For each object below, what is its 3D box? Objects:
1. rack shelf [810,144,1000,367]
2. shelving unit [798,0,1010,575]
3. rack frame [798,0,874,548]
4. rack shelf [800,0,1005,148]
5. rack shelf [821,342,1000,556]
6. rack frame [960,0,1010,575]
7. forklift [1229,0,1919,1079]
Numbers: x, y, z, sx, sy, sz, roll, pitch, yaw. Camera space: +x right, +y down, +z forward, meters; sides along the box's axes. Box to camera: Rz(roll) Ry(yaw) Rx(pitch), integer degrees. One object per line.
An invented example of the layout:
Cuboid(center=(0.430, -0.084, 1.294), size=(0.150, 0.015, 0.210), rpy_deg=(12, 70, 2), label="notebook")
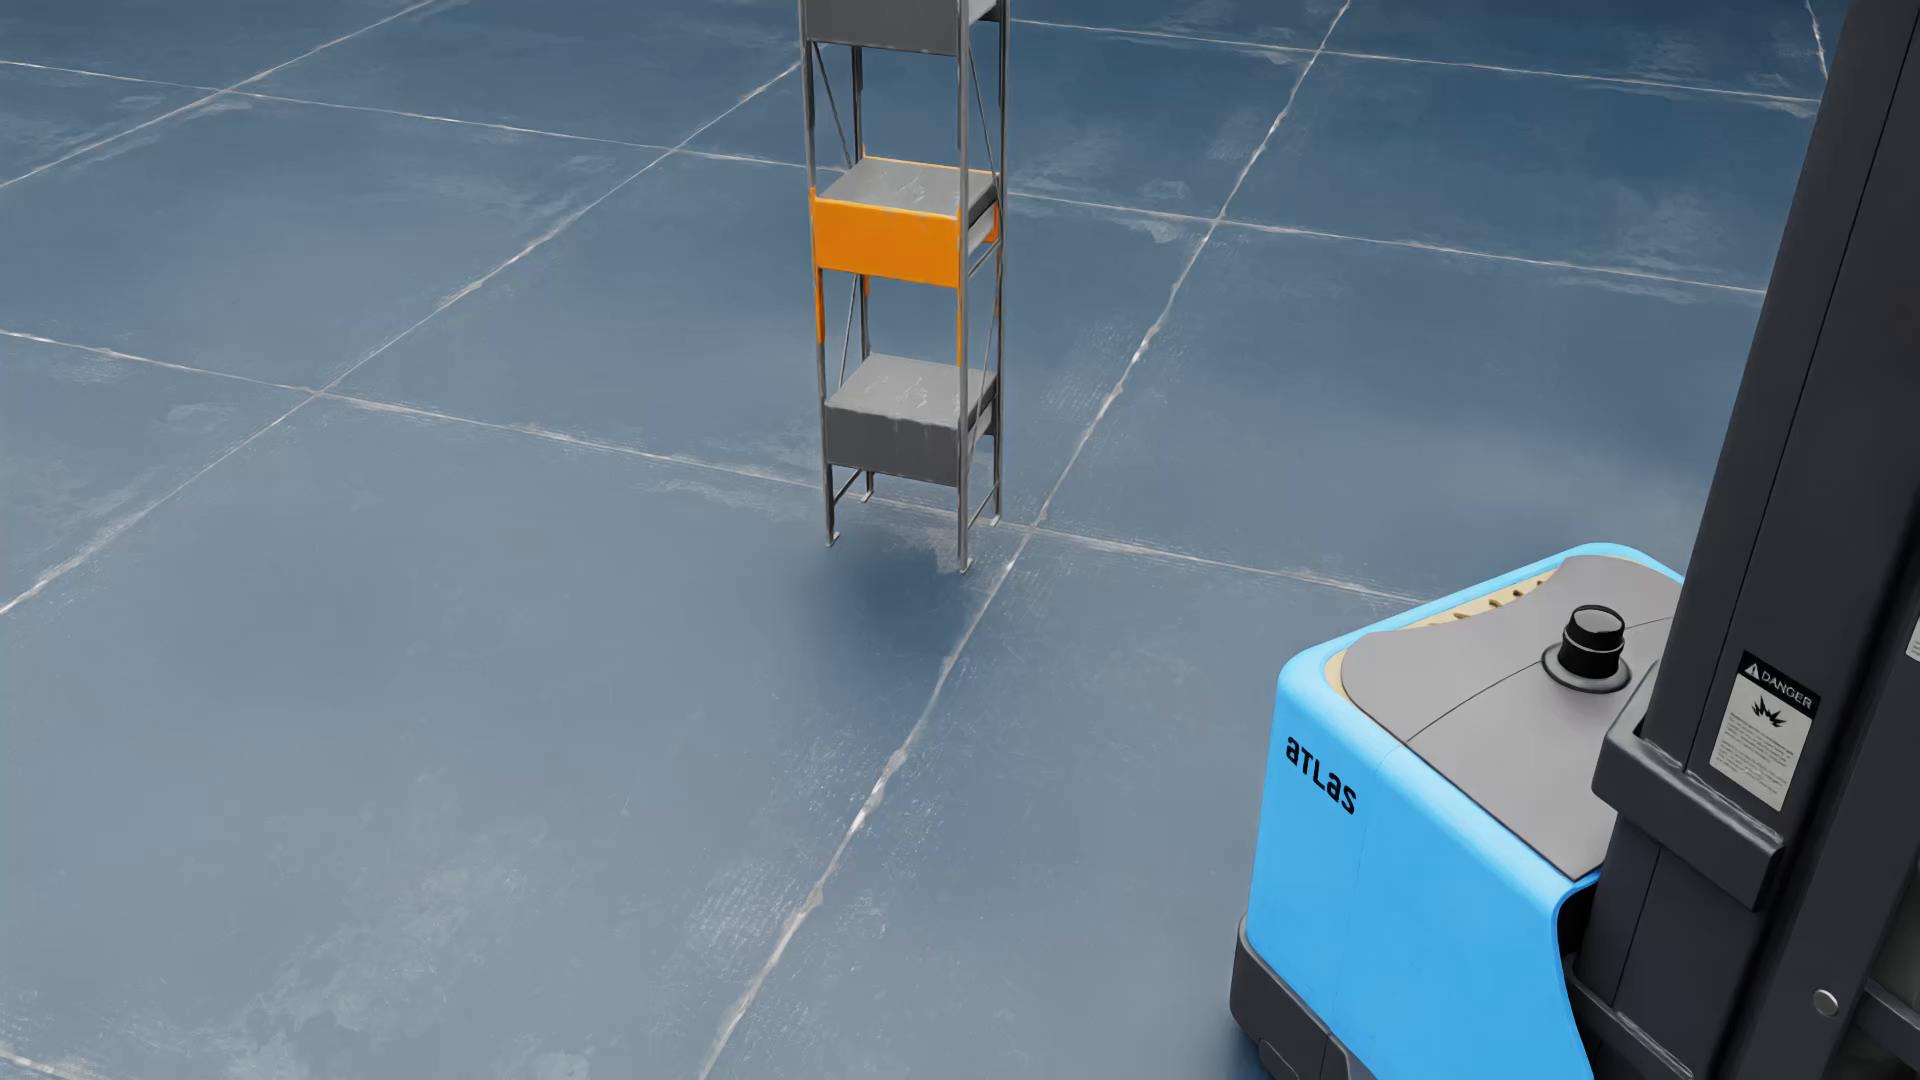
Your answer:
Cuboid(center=(-0.156, -0.901, 5.235), size=(0.480, 0.518, 0.431), rpy_deg=(11, 34, 16), label="rack shelf")
Cuboid(center=(-0.156, -0.912, 5.227), size=(0.503, 2.100, 0.431), rpy_deg=(11, 34, 16), label="shelving unit")
Cuboid(center=(-0.386, -0.957, 5.297), size=(0.015, 2.100, 0.400), rpy_deg=(11, 34, 16), label="rack frame")
Cuboid(center=(-0.156, -1.489, 4.855), size=(0.480, 0.518, 0.431), rpy_deg=(11, 34, 16), label="rack shelf")
Cuboid(center=(-0.156, -0.313, 5.614), size=(0.480, 0.518, 0.431), rpy_deg=(11, 34, 16), label="rack shelf")
Cuboid(center=(0.074, -0.868, 5.158), size=(0.015, 2.100, 0.400), rpy_deg=(11, 34, 16), label="rack frame")
Cuboid(center=(1.803, 0.478, 2.308), size=(1.130, 2.935, 3.031), rpy_deg=(-17, 37, -25), label="forklift")
